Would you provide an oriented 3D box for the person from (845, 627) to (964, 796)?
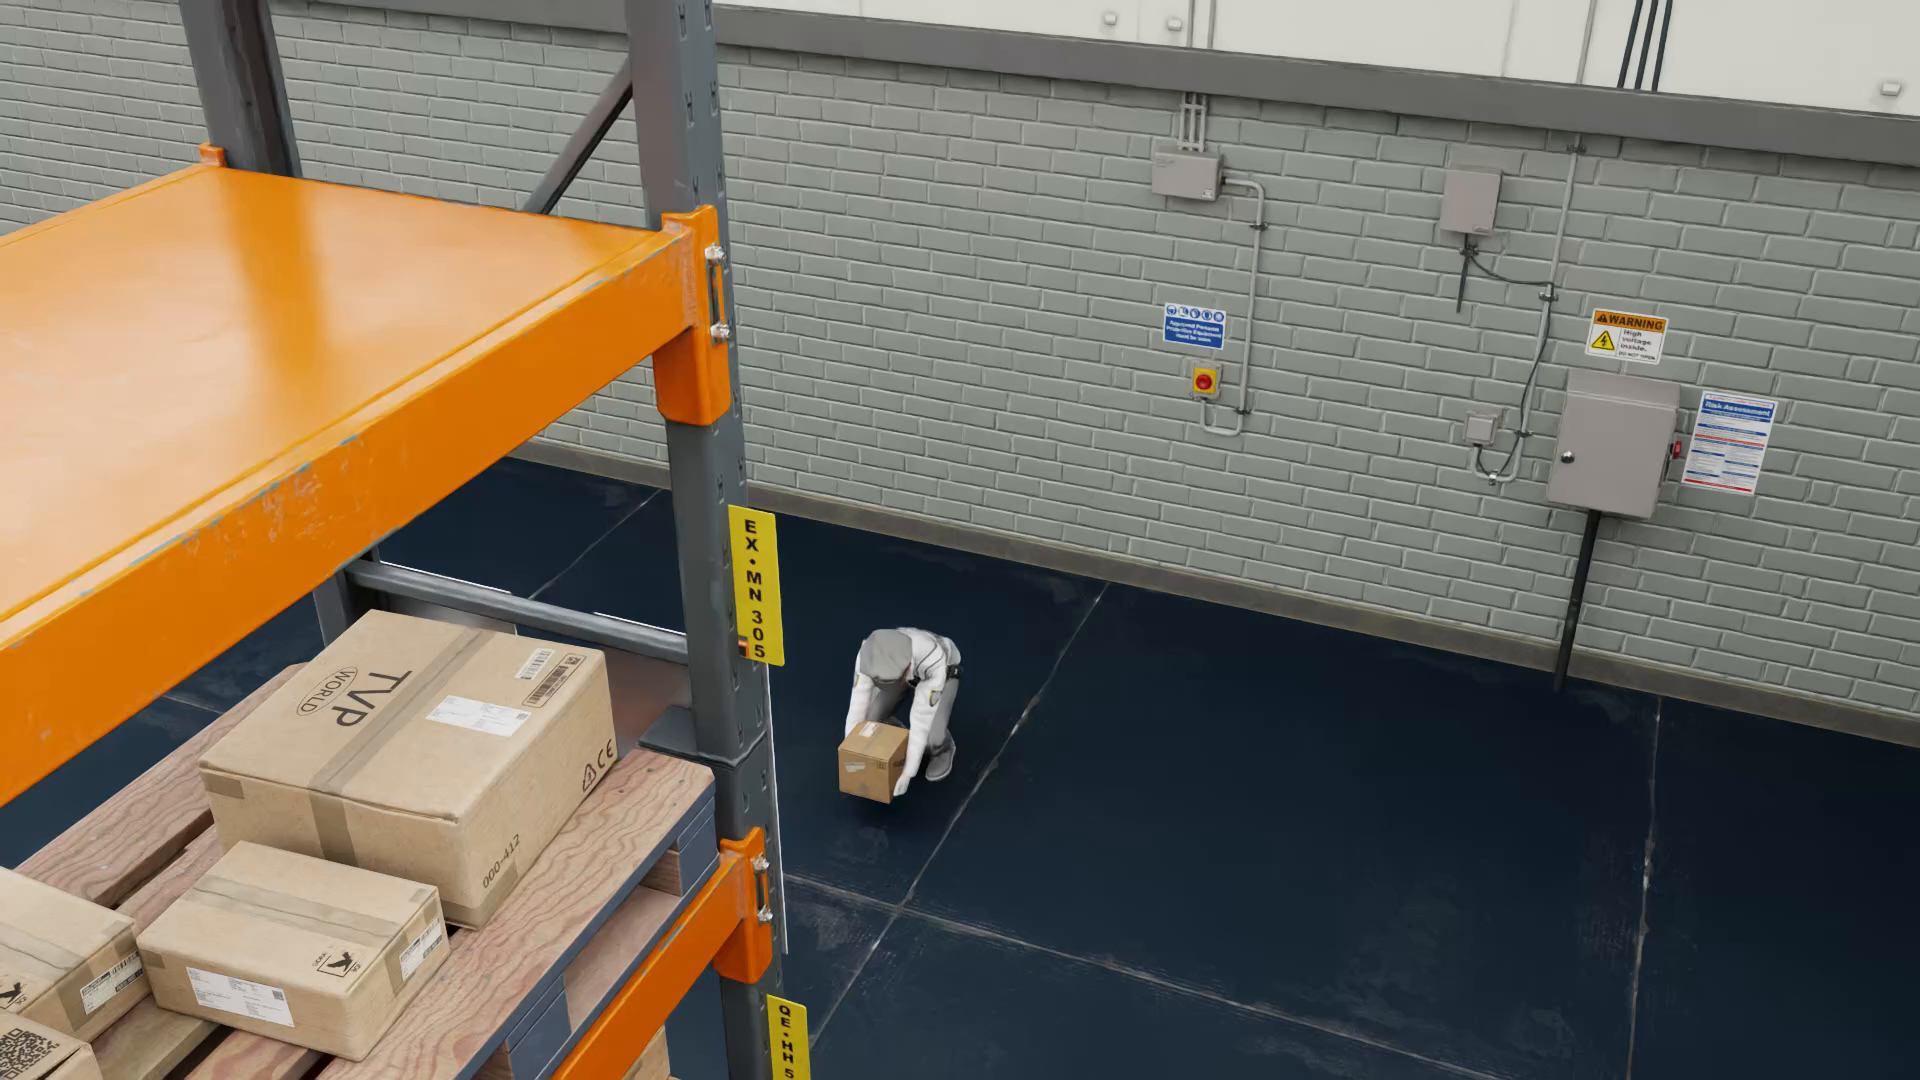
[{"bbox_3d":[-0.258,0.727,7.820,0.462,0.984,0.841,11,31,18],"label":"person"}]
